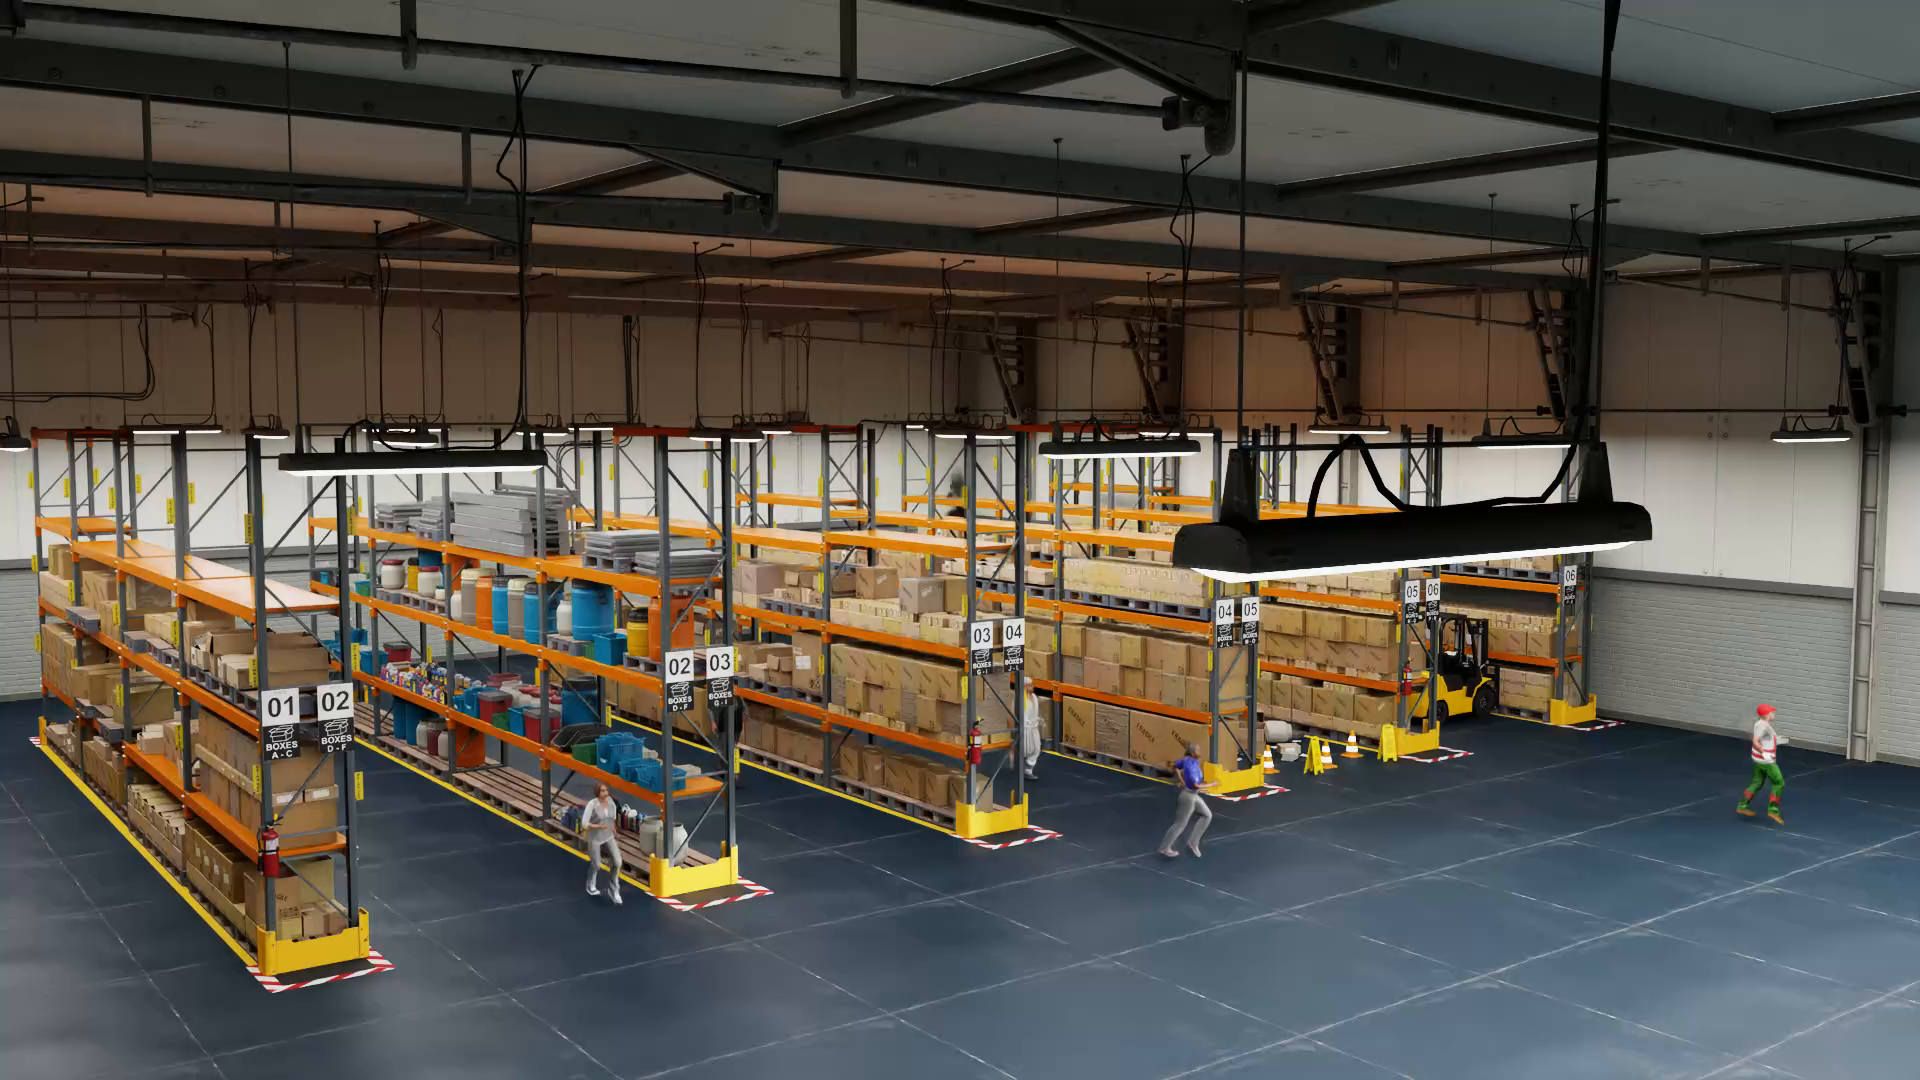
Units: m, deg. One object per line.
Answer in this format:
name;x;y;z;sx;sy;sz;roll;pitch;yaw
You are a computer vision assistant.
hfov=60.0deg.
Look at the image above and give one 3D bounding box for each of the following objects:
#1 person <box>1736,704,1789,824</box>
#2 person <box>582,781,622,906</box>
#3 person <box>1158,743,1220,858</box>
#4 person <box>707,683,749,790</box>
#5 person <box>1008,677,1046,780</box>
person;12.371;3.433;25.547;0.746;1.845;0.646;1;5;8
person;-4.600;3.871;21.303;0.565;1.611;0.744;-3;6;-36
person;3.231;3.667;23.450;0.854;1.660;0.583;1;5;8
person;-3.876;3.263;28.009;0.868;1.773;0.627;4;6;43
person;1.133;3.218;28.538;0.645;1.742;0.651;4;6;43
